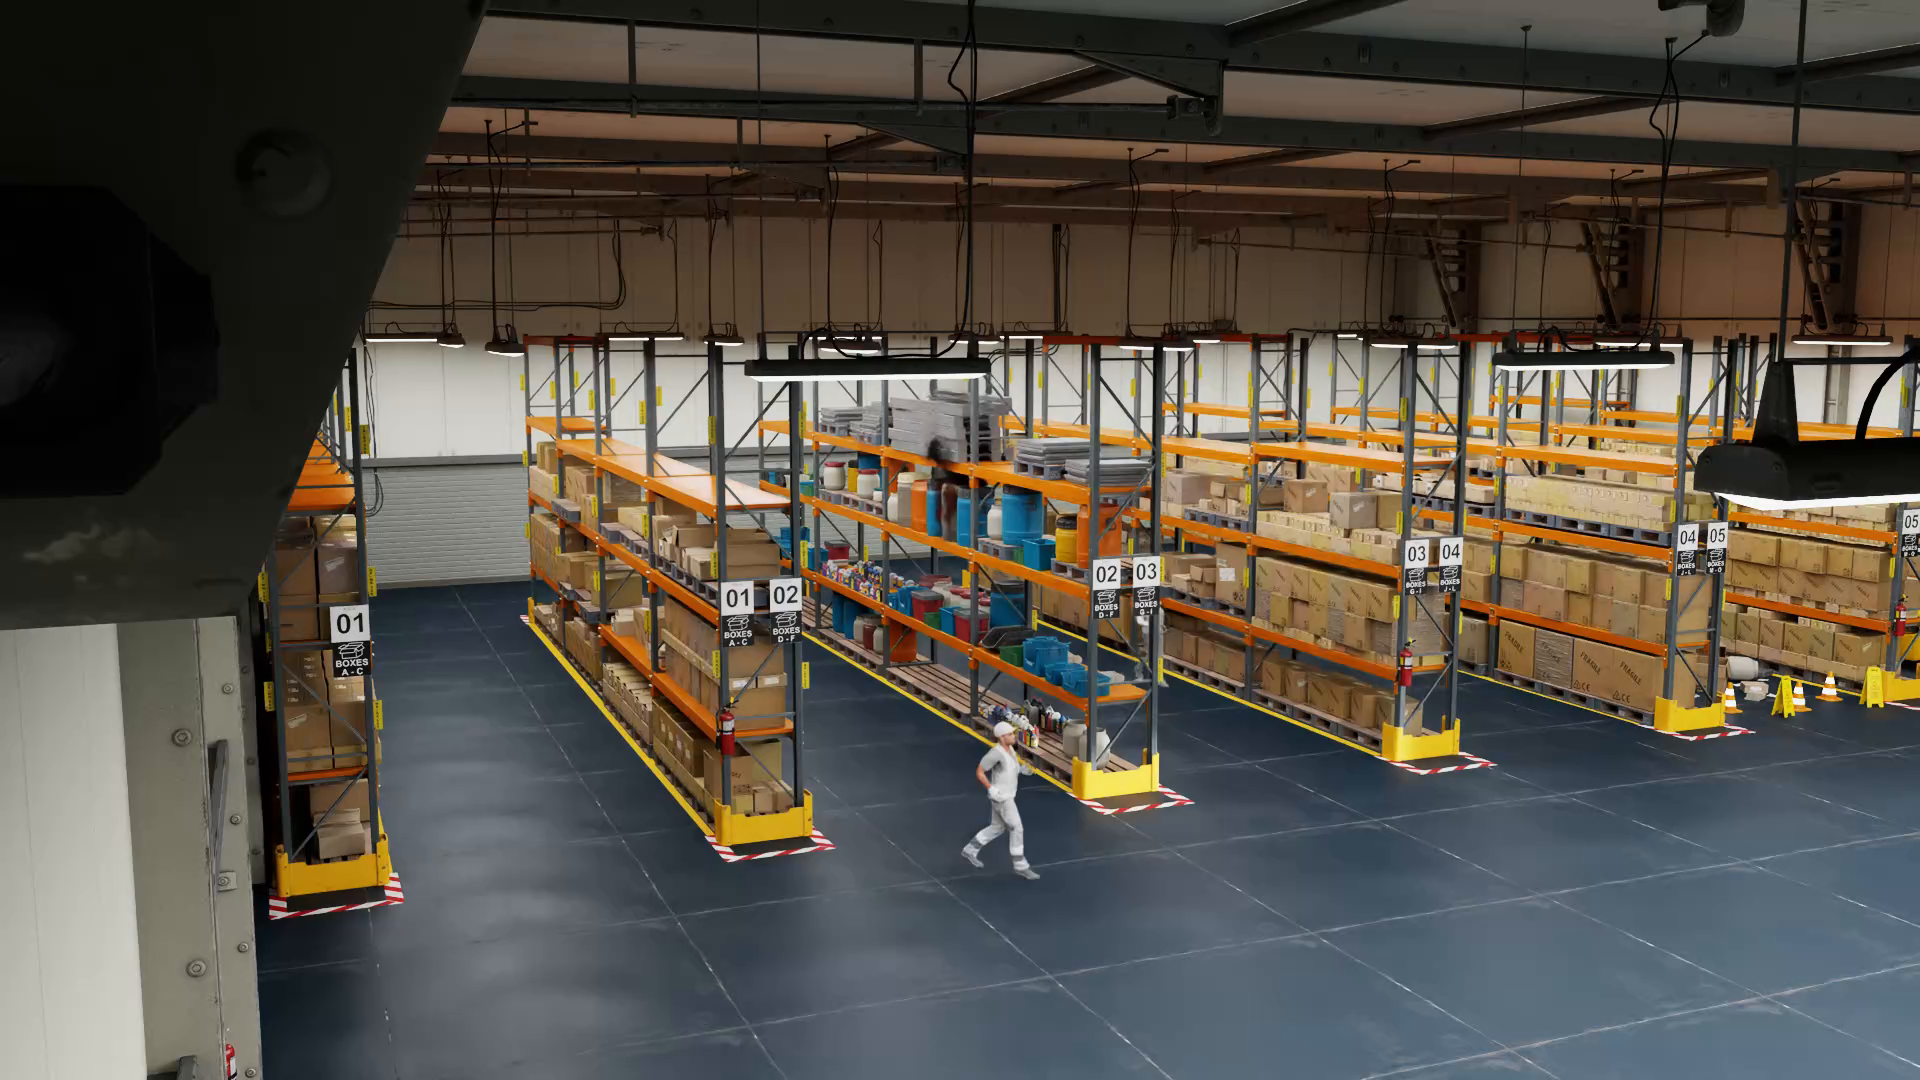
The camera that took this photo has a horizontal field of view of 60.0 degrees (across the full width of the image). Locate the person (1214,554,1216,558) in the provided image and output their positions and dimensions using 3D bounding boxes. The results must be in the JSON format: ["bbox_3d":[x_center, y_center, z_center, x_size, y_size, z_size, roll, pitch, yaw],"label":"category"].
[{"bbox_3d":[5.550,0.852,35.254,0.550,1.614,0.860,-3,8,-19],"label":"person"}]

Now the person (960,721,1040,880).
[{"bbox_3d":[0.465,2.935,18.902,0.928,1.803,0.633,1,8,10],"label":"person"}]

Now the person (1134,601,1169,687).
[{"bbox_3d":[3.198,1.554,27.395,0.618,1.675,0.803,-5,9,-33],"label":"person"}]
